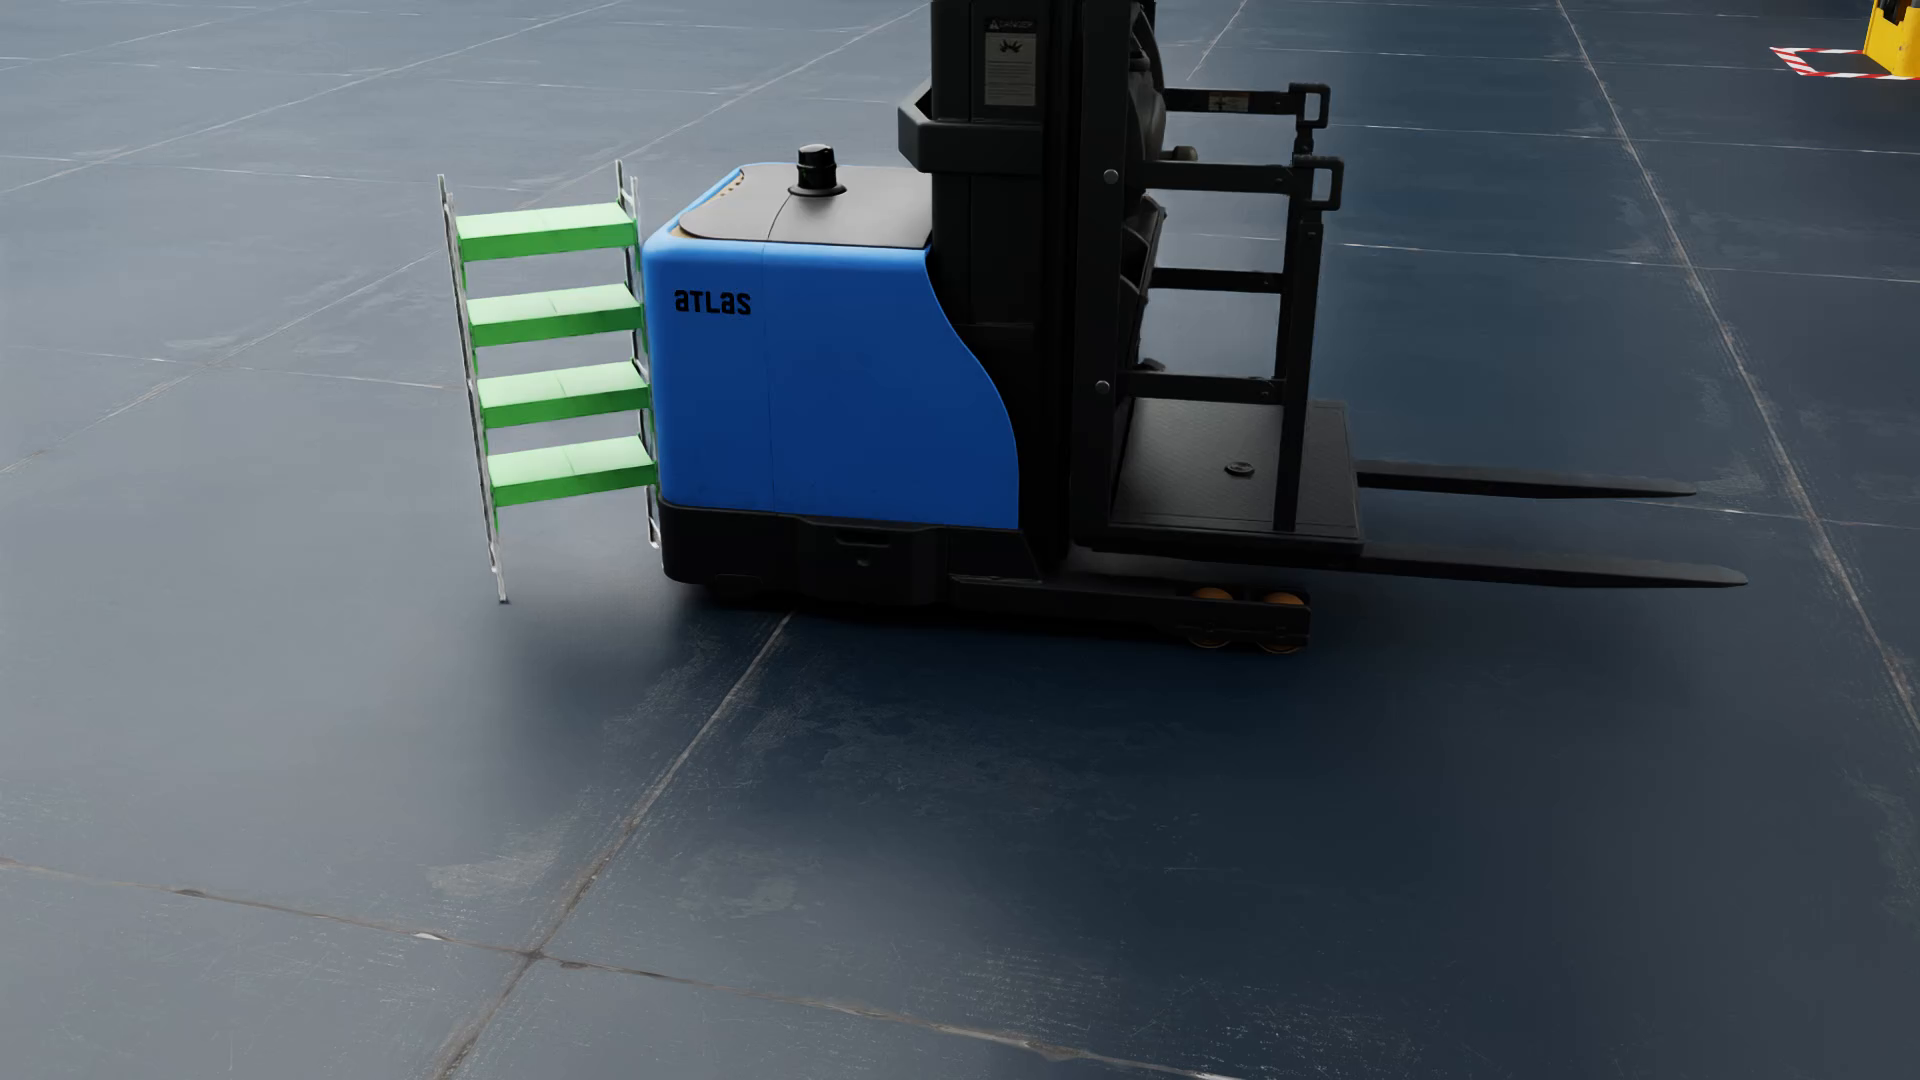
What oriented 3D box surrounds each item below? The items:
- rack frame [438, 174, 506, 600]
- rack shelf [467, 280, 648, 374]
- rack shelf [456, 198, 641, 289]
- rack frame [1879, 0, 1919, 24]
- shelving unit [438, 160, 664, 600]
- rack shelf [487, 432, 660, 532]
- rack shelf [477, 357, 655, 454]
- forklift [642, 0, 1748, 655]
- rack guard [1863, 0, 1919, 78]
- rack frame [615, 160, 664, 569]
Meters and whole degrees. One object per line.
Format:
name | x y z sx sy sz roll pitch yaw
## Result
rack frame | -1.383 -0.414 4.723 0.015 1.200 0.240 -10 27 -19
rack shelf | -1.156 -0.611 4.728 0.480 0.148 0.258 -10 27 -19
rack shelf | -1.156 -0.828 4.625 0.480 0.148 0.258 -10 27 -19
rack frame | 7.359 -5.114 12.501 0.127 3.000 1.000 6 26 13
shelving unit | -1.156 -0.452 4.803 0.503 1.200 0.258 -10 27 -19
rack shelf | -1.156 -0.178 4.934 0.480 0.148 0.258 -10 27 -19
rack shelf | -1.156 -0.394 4.831 0.480 0.148 0.258 -10 27 -19
forklift | 0.691 -1.254 4.475 3.031 2.935 1.130 4 26 9
rack guard | 7.433 -3.977 13.022 0.348 0.500 1.175 6 26 13
rack frame | -0.929 -0.490 4.884 0.015 1.200 0.240 -10 27 -19
